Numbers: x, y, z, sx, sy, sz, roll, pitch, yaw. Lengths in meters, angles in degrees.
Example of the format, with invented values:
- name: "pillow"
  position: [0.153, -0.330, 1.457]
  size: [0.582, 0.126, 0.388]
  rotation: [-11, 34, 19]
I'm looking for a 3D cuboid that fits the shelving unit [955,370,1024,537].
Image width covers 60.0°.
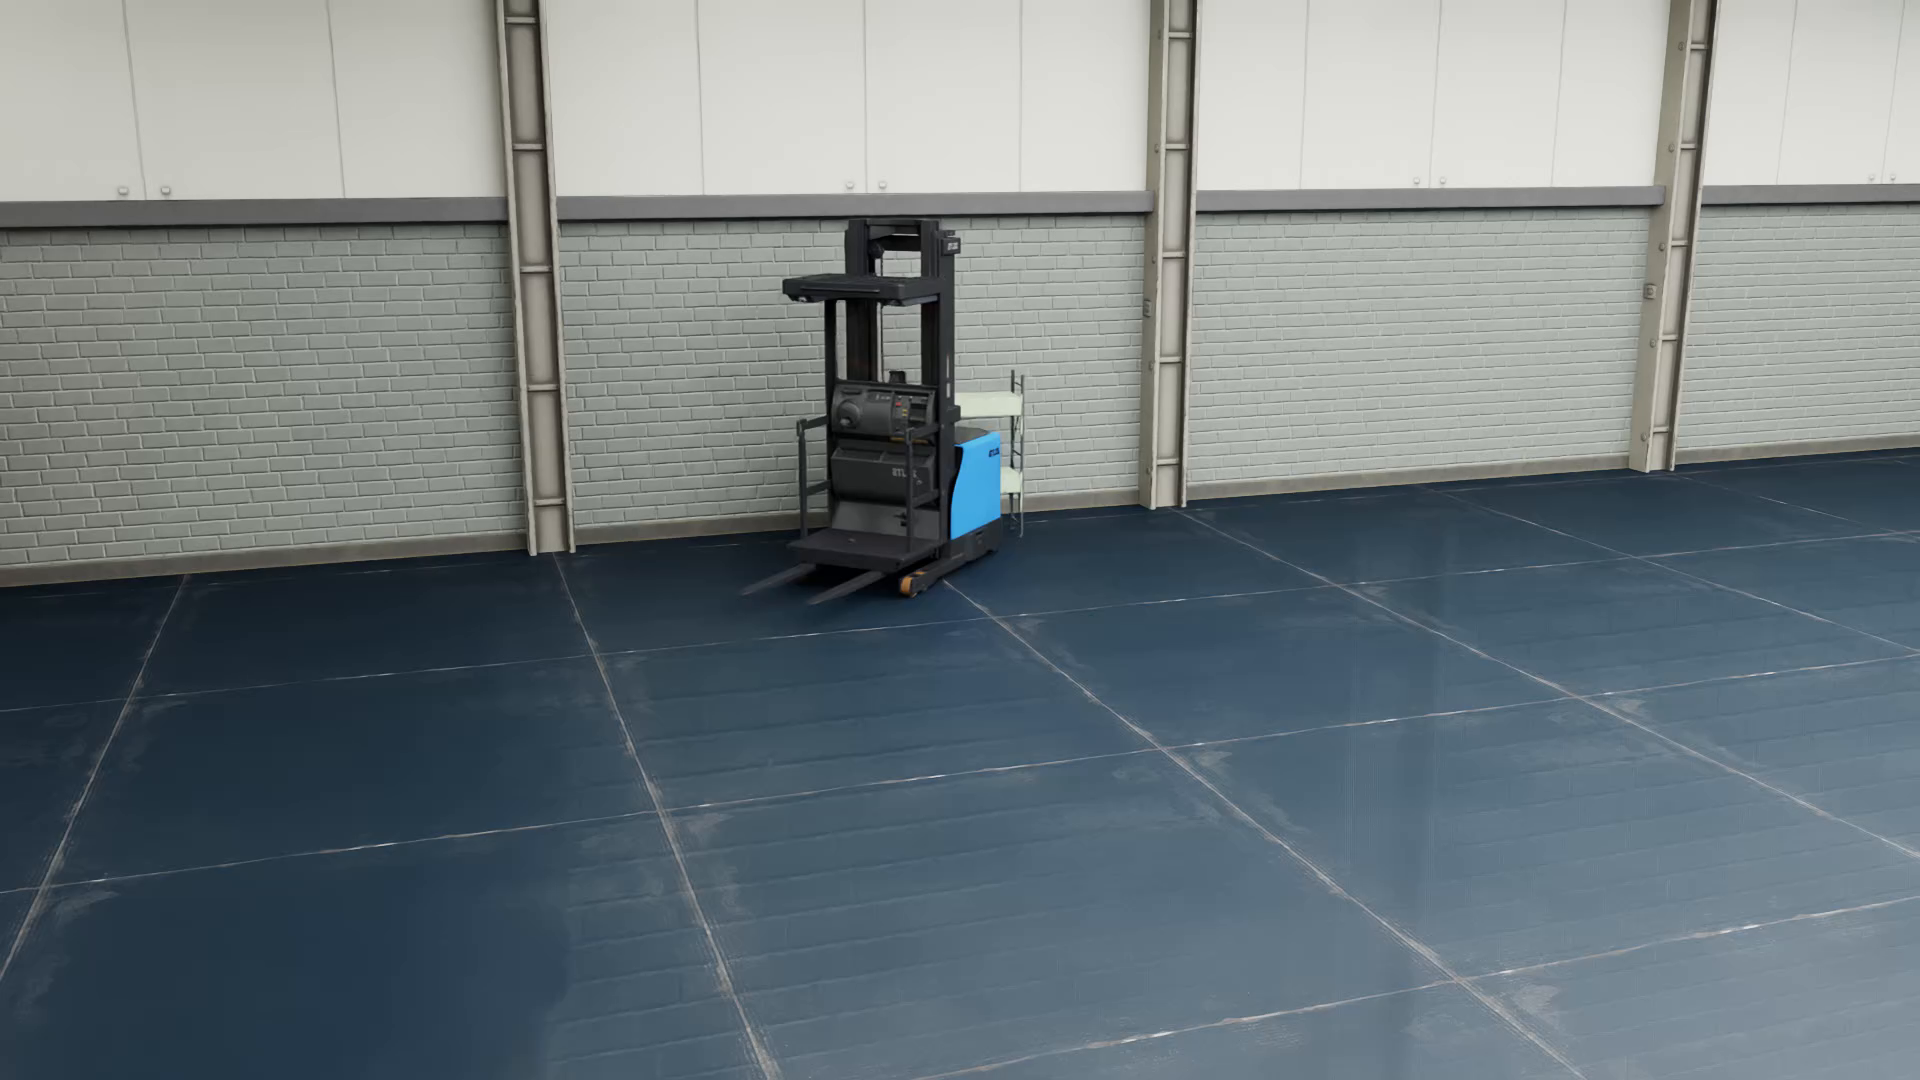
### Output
- name: "shelving unit"
  position: [0.172, -0.786, 15.315]
  size: [0.755, 1.500, 0.431]
  rotation: [-3, 14, -12]

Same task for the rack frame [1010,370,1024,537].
- name: "rack frame"
  position: [0.529, -0.805, 15.393]
  size: [0.023, 1.500, 0.400]
  rotation: [-3, 14, -12]

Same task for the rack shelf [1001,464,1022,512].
- name: "rack shelf"
  position: [0.172, -0.469, 15.390]
  size: [0.720, 0.370, 0.431]
  rotation: [-3, 14, -12]

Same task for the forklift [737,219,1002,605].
- name: "forklift"
  position: [-0.725, -1.084, 13.472]
  size: [1.130, 2.935, 3.031]
  rotation: [6, 15, 25]

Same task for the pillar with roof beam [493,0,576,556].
- name: "pillar with roof beam"
  position: [-2.281, -3.344, 9.861]
  size: [0.400, 9.000, 9.100]
  rotation: [-4, 14, -18]

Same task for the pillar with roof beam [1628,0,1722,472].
- name: "pillar with roof beam"
  position: [9.092, -4.229, 13.585]
  size: [0.400, 9.000, 9.100]
  rotation: [-4, 14, -18]

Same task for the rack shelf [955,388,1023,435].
- name: "rack shelf"
  position: [0.172, -1.166, 15.225]
  size: [0.720, 0.370, 0.431]
  rotation: [-3, 14, -12]

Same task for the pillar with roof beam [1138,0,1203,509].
- name: "pillar with roof beam"
  position: [3.406, -3.787, 11.723]
  size: [0.400, 9.000, 9.100]
  rotation: [-4, 14, -18]
